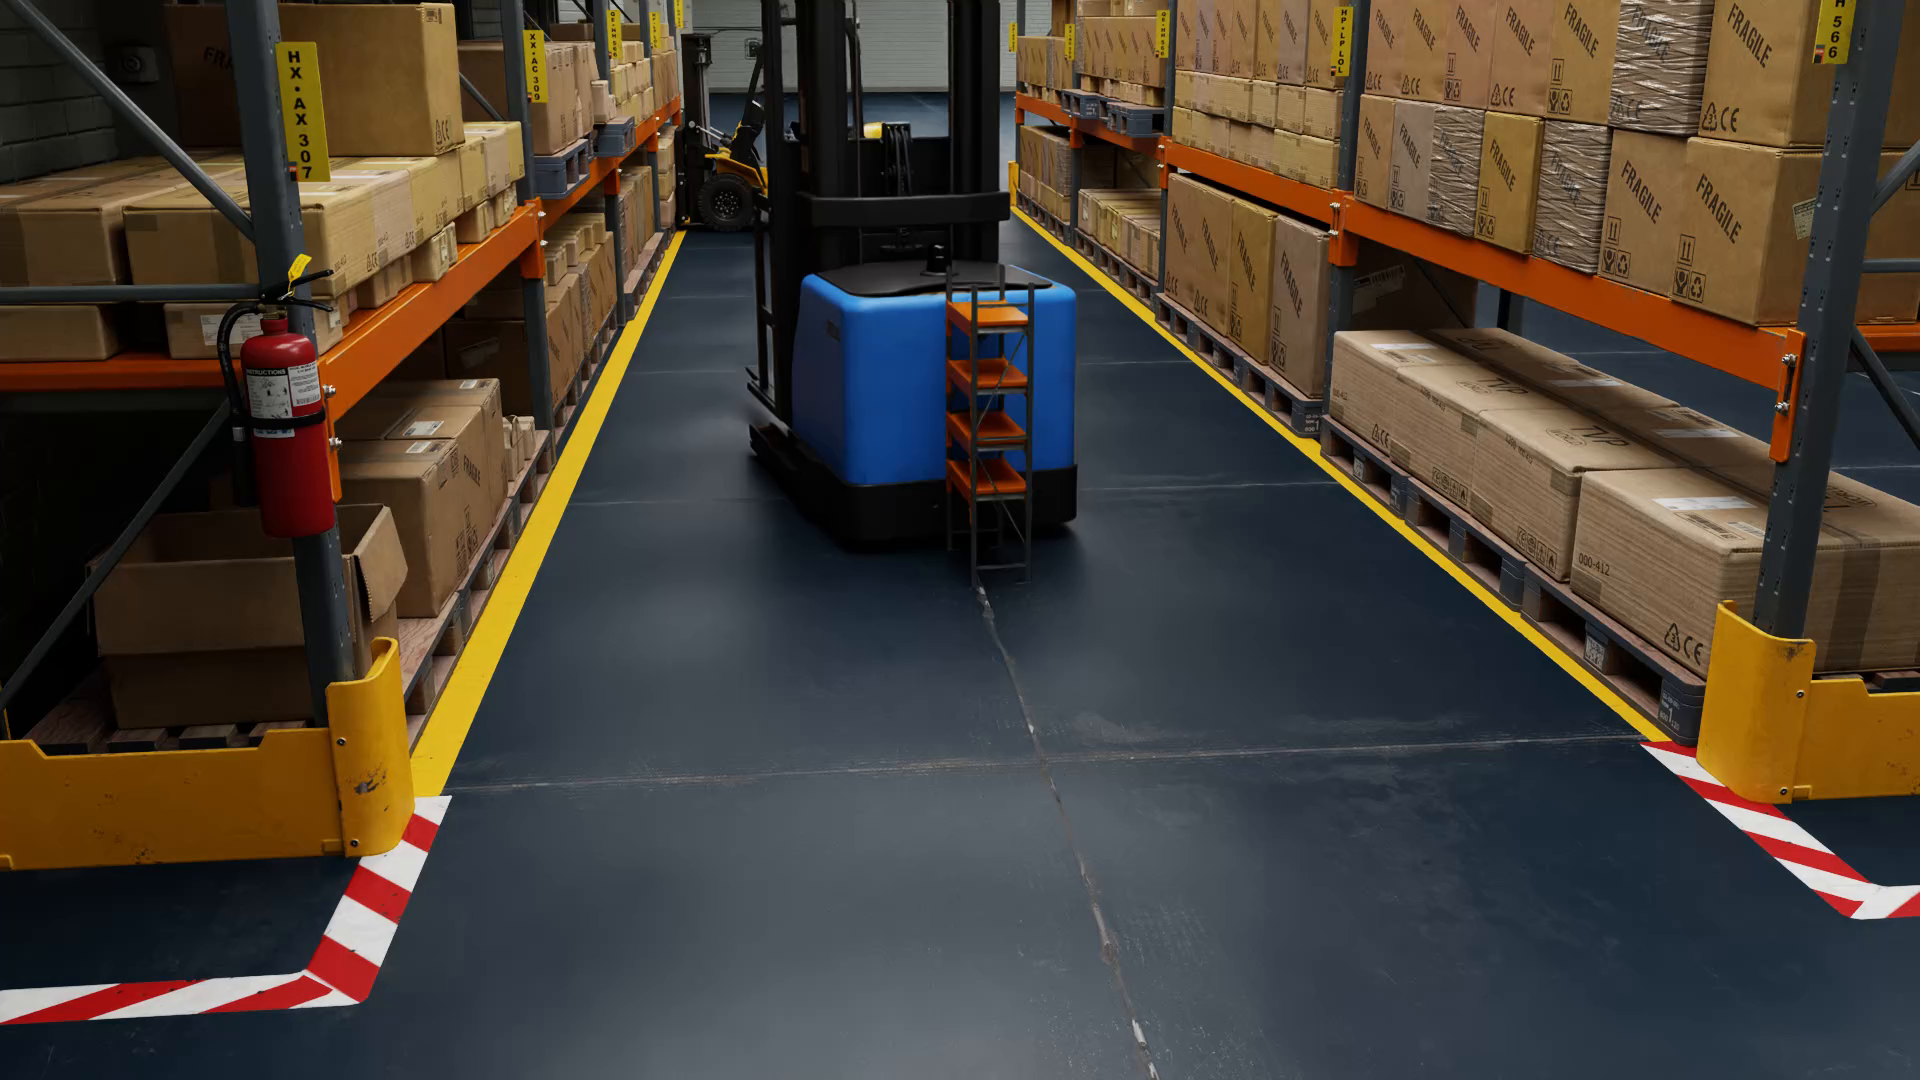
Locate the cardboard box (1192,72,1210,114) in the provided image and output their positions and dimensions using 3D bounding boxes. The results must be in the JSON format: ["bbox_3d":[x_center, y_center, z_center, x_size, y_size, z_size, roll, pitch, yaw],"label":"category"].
[{"bbox_3d":[1.854,-2.986,11.096,0.500,0.250,0.500,-1,17,-4],"label":"cardboard box"}]

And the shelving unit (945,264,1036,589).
[{"bbox_3d":[0.112,-0.460,6.641,0.258,1.200,0.503,-4,18,-11],"label":"shelving unit"}]

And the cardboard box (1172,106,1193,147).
[{"bbox_3d":[1.795,-2.906,11.677,0.500,0.250,0.500,-2,18,-7],"label":"cardboard box"}]

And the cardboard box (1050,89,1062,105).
[{"bbox_3d":[1.138,-4.592,17.216,0.380,0.149,0.250,-2,18,-6],"label":"cardboard box"}]

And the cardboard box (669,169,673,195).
[{"bbox_3d":[-3.151,-3.599,16.689,0.500,0.250,0.500,-2,18,-6],"label":"cardboard box"}]

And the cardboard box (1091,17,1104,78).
[{"bbox_3d":[1.435,-4.268,14.398,0.500,0.500,0.500,-2,18,-6],"label":"cardboard box"}]

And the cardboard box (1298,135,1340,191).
[{"bbox_3d":[2.110,-1.994,8.771,0.500,0.250,0.500,-2,18,-7],"label":"cardboard box"}]

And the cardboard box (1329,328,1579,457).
[{"bbox_3d":[2.365,-0.727,8.062,0.875,0.438,0.875,-2,18,-6],"label":"cardboard box"}]

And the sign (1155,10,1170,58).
[{"bbox_3d":[1.456,-3.627,11.920,0.100,0.325,0.005,-2,18,-6],"label":"sign"}]

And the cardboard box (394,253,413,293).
[{"bbox_3d":[-2.010,-0.888,5.417,0.380,0.149,0.250,-2,17,-5],"label":"cardboard box"}]

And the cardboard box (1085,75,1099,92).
[{"bbox_3d":[1.342,-4.155,15.121,0.380,0.149,0.250,-1,17,-5],"label":"cardboard box"}]

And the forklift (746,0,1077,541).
[{"bbox_3d":[-0.439,-1.796,8.004,1.130,2.935,3.031,-6,18,-17],"label":"forklift"}]

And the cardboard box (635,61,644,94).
[{"bbox_3d":[-2.943,-3.892,13.981,0.500,0.250,0.500,-1,17,-5],"label":"cardboard box"}]

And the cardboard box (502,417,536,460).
[{"bbox_3d":[-2.180,-0.469,7.720,0.380,0.149,0.250,-2,18,-7],"label":"cardboard box"}]

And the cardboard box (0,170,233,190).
[{"bbox_3d":[-2.480,-0.946,4.938,0.500,0.250,0.500,-2,18,-5],"label":"cardboard box"}]

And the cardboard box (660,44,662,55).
[{"bbox_3d":[-3.186,-4.937,16.645,0.380,0.149,0.250,-2,18,-6],"label":"cardboard box"}]

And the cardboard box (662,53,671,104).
[{"bbox_3d":[-3.295,-4.813,17.332,0.500,0.500,0.500,-2,18,-5],"label":"cardboard box"}]

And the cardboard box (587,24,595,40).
[{"bbox_3d":[-3.673,-4.830,15.807,0.380,0.149,0.250,-2,18,-7],"label":"cardboard box"}]

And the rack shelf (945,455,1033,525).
[{"bbox_3d":[0.112,-0.207,6.720,0.258,0.148,0.480,-4,18,-11],"label":"rack shelf"}]

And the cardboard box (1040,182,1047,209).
[{"bbox_3d":[1.141,-3.690,17.811,0.500,0.250,0.500,-2,17,-5],"label":"cardboard box"}]

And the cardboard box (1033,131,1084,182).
[{"bbox_3d":[1.083,-4.200,18.185,0.500,0.500,0.500,-1,17,-5],"label":"cardboard box"}]

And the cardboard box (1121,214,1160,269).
[{"bbox_3d":[1.862,-2.466,13.711,0.950,0.372,0.625,-2,18,-7],"label":"cardboard box"}]

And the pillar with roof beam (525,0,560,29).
[{"bbox_3d":[-0.310,-8.120,18.019,9.100,9.000,0.400,-2,18,-6],"label":"pillar with roof beam"}]

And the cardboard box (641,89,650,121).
[{"bbox_3d":[-2.985,-3.806,14.541,0.500,0.250,0.500,-2,18,-6],"label":"cardboard box"}]

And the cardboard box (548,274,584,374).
[{"bbox_3d":[-2.467,-1.251,9.627,0.500,0.500,0.500,-2,18,-7],"label":"cardboard box"}]

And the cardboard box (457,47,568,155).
[{"bbox_3d":[-2.357,-2.184,8.259,0.700,0.500,0.500,-1,17,-4],"label":"cardboard box"}]

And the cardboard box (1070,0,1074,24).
[{"bbox_3d":[1.552,-5.583,17.621,0.700,0.500,0.500,-2,18,-6],"label":"cardboard box"}]

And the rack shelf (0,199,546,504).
[{"bbox_3d":[-2.323,-0.846,6.066,1.077,0.370,4.000,-2,18,-6],"label":"rack shelf"}]

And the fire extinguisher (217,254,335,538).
[{"bbox_3d":[-1.642,-0.349,4.033,0.296,0.674,0.183,-2,18,-6],"label":"fire extinguisher"}]

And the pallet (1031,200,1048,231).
[{"bbox_3d":[1.349,-3.556,18.152,1.003,0.211,1.213,-2,18,-6],"label":"pallet"}]

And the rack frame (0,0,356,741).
[{"bbox_3d":[-2.117,-0.594,4.060,1.000,3.000,0.127,-2,18,-6],"label":"rack frame"}]

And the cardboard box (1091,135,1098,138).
[{"bbox_3d":[1.671,-4.067,17.762,0.500,0.500,0.500,-1,17,-3],"label":"cardboard box"}]

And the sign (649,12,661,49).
[{"bbox_3d":[-2.816,-4.703,15.349,0.100,0.325,0.005,-2,18,-6],"label":"sign"}]

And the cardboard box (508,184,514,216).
[{"bbox_3d":[-2.197,-1.501,7.371,0.380,0.149,0.250,-1,17,-4],"label":"cardboard box"}]

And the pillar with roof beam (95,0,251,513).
[{"bbox_3d":[0.928,-4.545,6.631,9.100,9.000,0.400,-2,18,-6],"label":"pillar with roof beam"}]

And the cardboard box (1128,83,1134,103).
[{"bbox_3d":[1.539,-3.529,13.128,0.380,0.149,0.250,-3,18,-8],"label":"cardboard box"}]

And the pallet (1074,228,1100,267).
[{"bbox_3d":[1.664,-2.761,15.619,1.003,0.211,1.213,-2,18,-6],"label":"pallet"}]

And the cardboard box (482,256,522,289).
[{"bbox_3d":[-2.362,-1.358,8.386,0.380,0.149,0.250,-2,18,-7],"label":"cardboard box"}]

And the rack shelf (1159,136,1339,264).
[{"bbox_3d":[2.201,-2.192,10.354,1.077,0.370,4.000,-2,18,-6],"label":"rack shelf"}]

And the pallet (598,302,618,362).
[{"bbox_3d":[-2.903,-1.423,11.357,1.003,0.211,1.213,-2,18,-6],"label":"pallet"}]

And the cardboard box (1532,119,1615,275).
[{"bbox_3d":[2.407,-1.234,5.933,0.500,0.500,0.500,-1,17,-4],"label":"cardboard box"}]

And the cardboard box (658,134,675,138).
[{"bbox_3d":[-3.244,-4.145,17.593,0.500,0.250,0.500,-2,18,-7],"label":"cardboard box"}]

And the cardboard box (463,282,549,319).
[{"bbox_3d":[-2.302,-1.218,8.437,0.380,0.149,0.250,-1,17,-3],"label":"cardboard box"}]

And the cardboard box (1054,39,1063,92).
[{"bbox_3d":[1.229,-4.791,16.765,0.500,0.500,0.500,-1,17,-4],"label":"cardboard box"}]

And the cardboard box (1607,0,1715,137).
[{"bbox_3d":[2.450,-1.564,5.314,0.500,0.500,0.500,-2,18,-5],"label":"cardboard box"}]

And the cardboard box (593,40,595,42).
[{"bbox_3d":[-3.723,-4.766,16.101,0.380,0.149,0.250,-1,17,-4],"label":"cardboard box"}]

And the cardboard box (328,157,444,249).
[{"bbox_3d":[-2.004,-1.109,5.454,0.500,0.250,0.500,-2,18,-7],"label":"cardboard box"}]

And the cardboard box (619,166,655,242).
[{"bbox_3d":[-3.290,-3.081,15.247,0.875,0.625,0.625,-1,17,-3],"label":"cardboard box"}]

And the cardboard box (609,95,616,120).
[{"bbox_3d":[-2.493,-2.874,11.041,0.380,0.149,0.250,-1,17,-5],"label":"cardboard box"}]

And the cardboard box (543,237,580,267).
[{"bbox_3d":[-2.530,-1.759,10.161,0.380,0.149,0.250,-3,18,-8],"label":"cardboard box"}]

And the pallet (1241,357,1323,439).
[{"bbox_3d":[2.253,-0.837,9.490,1.003,0.211,1.213,-2,18,-6],"label":"pallet"}]

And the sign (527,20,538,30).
[{"bbox_3d":[-3.907,-4.602,15.250,0.100,0.325,0.005,-2,18,-6],"label":"sign"}]

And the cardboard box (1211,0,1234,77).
[{"bbox_3d":[1.901,-3.200,10.525,0.500,0.500,0.500,-1,17,-4],"label":"cardboard box"}]
